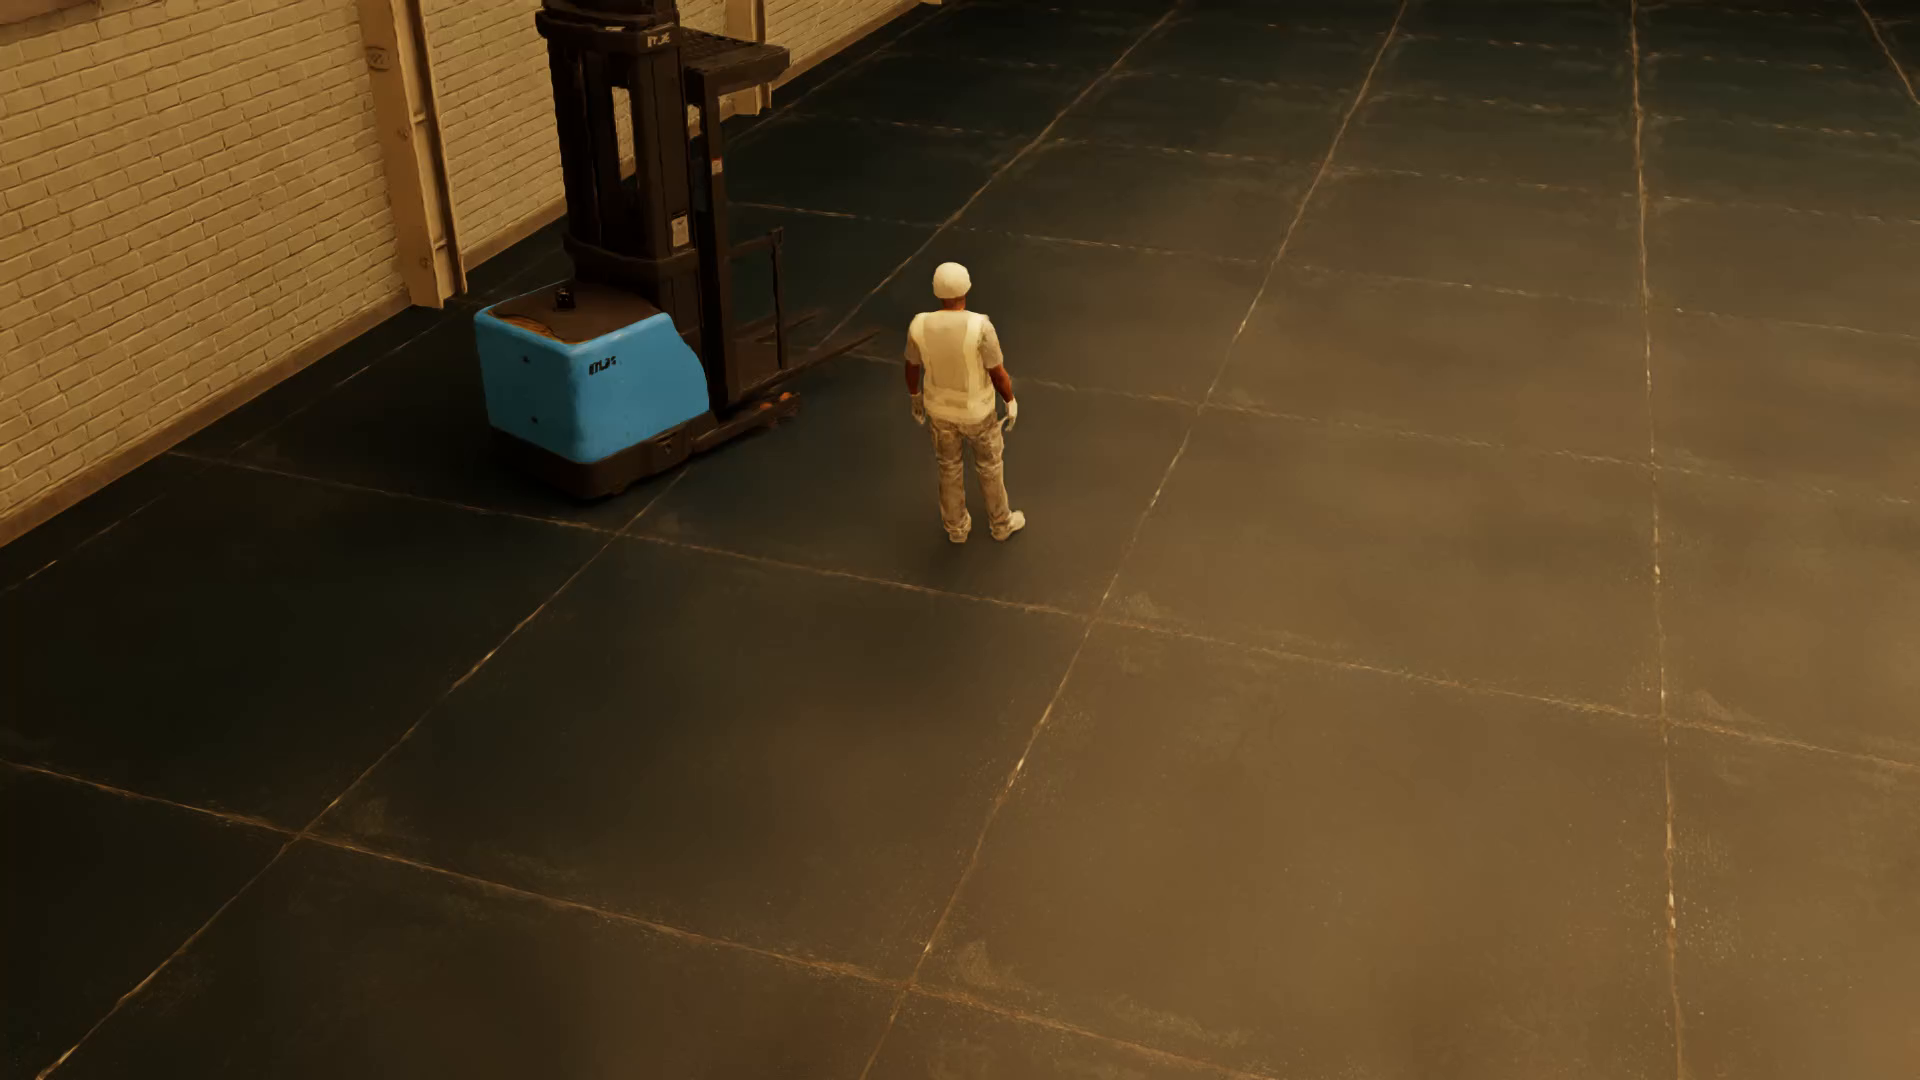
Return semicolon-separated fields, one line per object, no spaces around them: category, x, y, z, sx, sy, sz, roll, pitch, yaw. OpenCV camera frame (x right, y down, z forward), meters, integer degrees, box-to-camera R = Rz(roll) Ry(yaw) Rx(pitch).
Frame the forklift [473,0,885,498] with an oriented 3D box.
forklift;-1.766;-2.195;10.988;1.130;2.935;3.031;22;36;33

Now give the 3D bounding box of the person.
person;0.031;-0.813;9.708;0.655;1.782;0.576;10;31;16
